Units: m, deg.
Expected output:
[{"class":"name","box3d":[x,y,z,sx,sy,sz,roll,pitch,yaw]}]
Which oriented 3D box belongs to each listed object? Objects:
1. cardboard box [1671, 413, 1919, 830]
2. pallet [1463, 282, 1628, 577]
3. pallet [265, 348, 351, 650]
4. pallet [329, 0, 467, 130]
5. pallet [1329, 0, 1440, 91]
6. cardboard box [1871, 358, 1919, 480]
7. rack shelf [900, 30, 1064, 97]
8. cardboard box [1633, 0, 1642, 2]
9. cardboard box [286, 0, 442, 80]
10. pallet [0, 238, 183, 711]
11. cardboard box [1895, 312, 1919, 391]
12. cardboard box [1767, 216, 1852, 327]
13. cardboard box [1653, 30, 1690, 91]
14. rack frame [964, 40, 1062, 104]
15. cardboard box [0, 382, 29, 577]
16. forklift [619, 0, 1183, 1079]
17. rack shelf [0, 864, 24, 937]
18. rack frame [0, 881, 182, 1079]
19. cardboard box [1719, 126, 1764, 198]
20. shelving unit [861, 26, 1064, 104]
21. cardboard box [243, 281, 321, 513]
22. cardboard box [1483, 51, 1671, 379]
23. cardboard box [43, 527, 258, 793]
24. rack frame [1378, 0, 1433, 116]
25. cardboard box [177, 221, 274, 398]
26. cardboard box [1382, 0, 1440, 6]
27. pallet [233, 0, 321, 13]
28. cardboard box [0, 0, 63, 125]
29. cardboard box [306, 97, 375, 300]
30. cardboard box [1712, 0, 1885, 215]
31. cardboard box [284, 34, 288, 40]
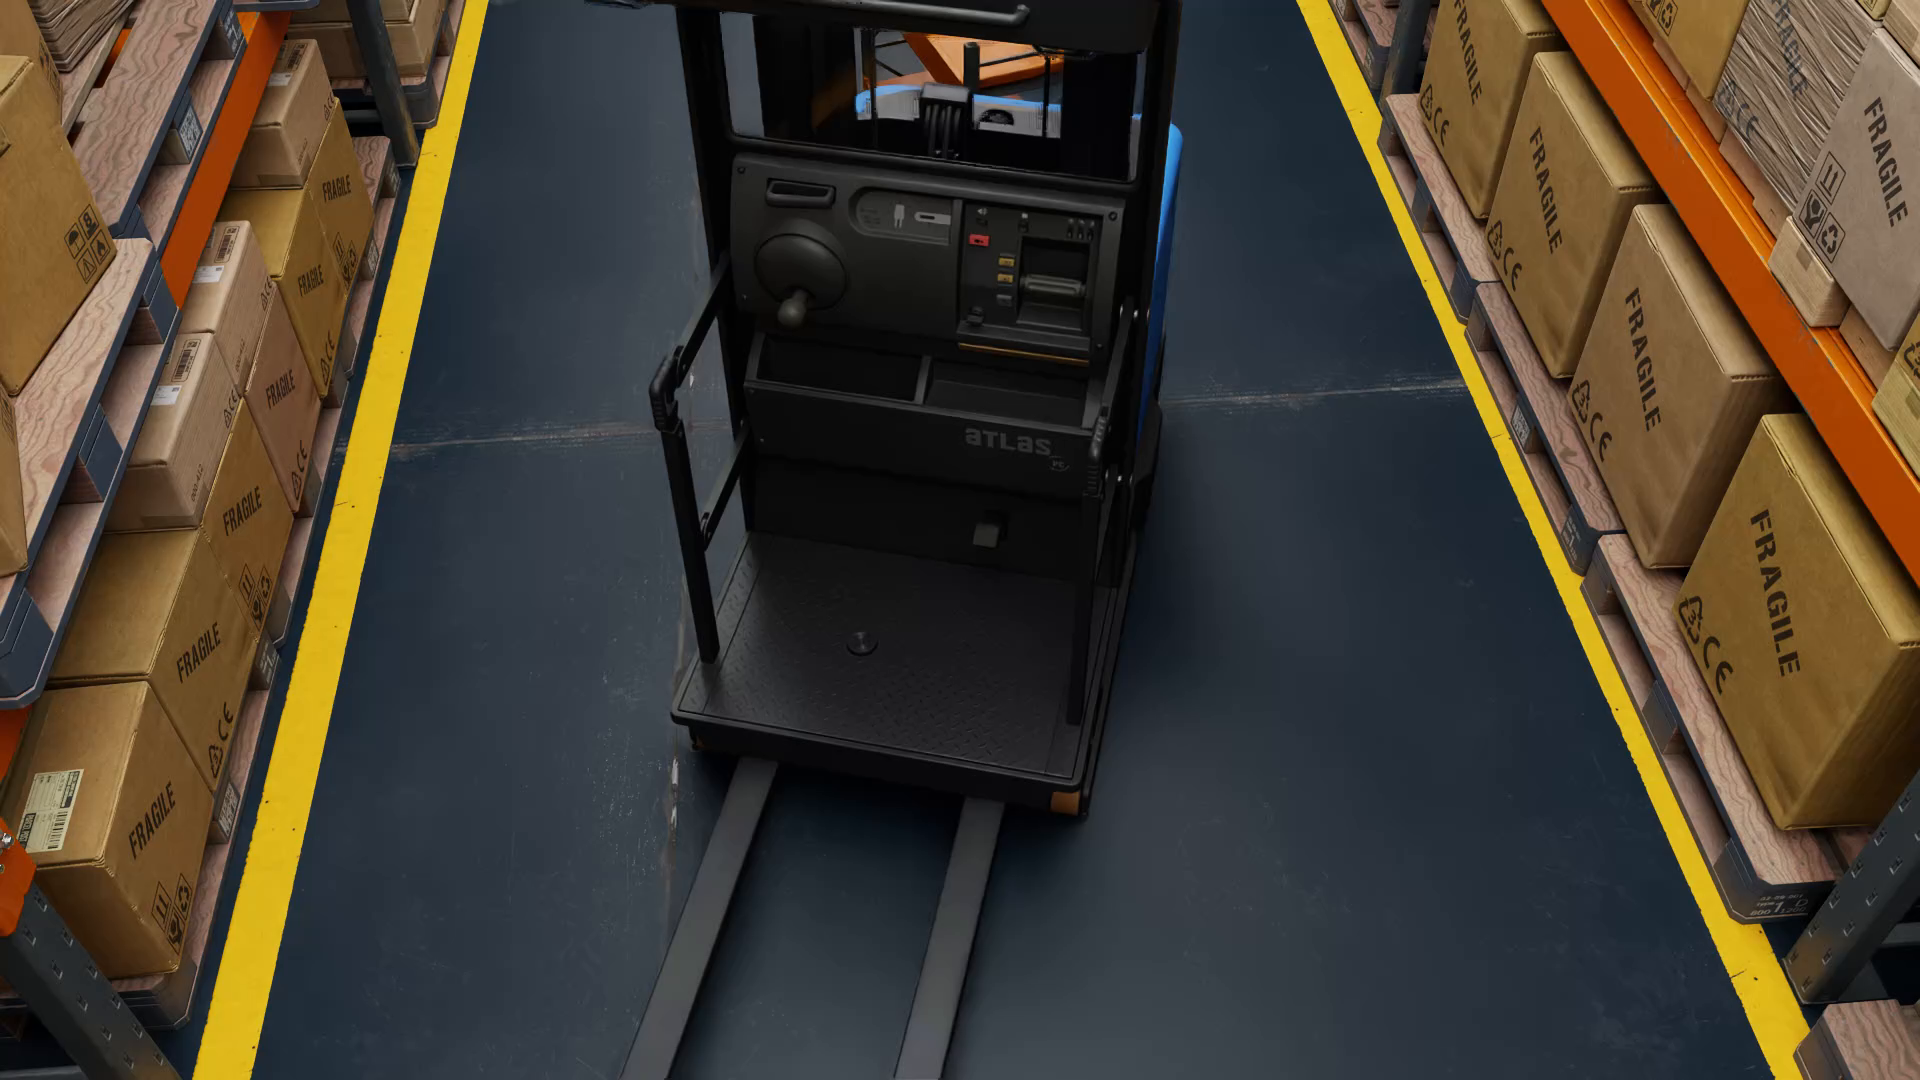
[{"class":"cardboard box","box3d":[2.406,0.190,4.196,0.750,0.750,0.750,-3,47,-3]},{"class":"pallet","box3d":[2.345,-0.422,5.505,1.003,0.211,1.213,-3,47,-3]},{"class":"pallet","box3d":[-2.557,-0.151,5.248,1.003,0.211,1.213,-3,47,-3]},{"class":"pallet","box3d":[-2.711,-2.172,7.162,1.003,0.211,1.213,-3,47,-3]},{"class":"pallet","box3d":[2.191,-2.443,7.419,1.003,0.211,1.213,-3,47,-3]},{"class":"cardboard box","box3d":[2.235,-0.272,3.601,0.380,0.149,0.250,-3,47,-3]},{"class":"rack shelf","box3d":[0.059,-1.760,5.739,0.538,0.278,1.000,-16,49,-15]},{"class":"cardboard box","box3d":[2.116,-1.875,4.672,0.500,0.500,0.500,-4,47,-3]},{"class":"cardboard box","box3d":[-2.432,-2.129,6.805,0.500,0.250,0.500,-4,47,-3]},{"class":"pallet","box3d":[-2.304,-0.158,3.466,1.003,0.211,1.213,-3,47,-3]},{"class":"cardboard box","box3d":[2.300,-0.405,3.280,0.500,0.500,0.500,-4,47,-4]},{"class":"cardboard box","box3d":[2.178,-0.650,3.958,0.380,0.149,0.250,-3,47,-3]},{"class":"cardboard box","box3d":[2.191,-1.396,4.665,0.380,0.149,0.250,-3,47,-3]},{"class":"rack frame","box3d":[0.249,-1.217,5.628,0.500,1.125,0.032,-16,49,-15]},{"class":"cardboard box","box3d":[-2.163,-0.174,2.991,0.700,0.500,0.500,-18,49,-16]},{"class":"forklift","box3d":[-0.131,-0.563,3.765,1.130,2.935,3.031,9,47,8]},{"class":"rack shelf","box3d":[-2.178,2.055,1.733,1.077,0.370,4.000,-3,47,-3]},{"class":"rack frame","box3d":[-2.343,0.361,2.842,0.949,2.616,0.053,-3,47,-3]},{"class":"cardboard box","box3d":[2.217,-1.012,4.302,0.380,0.149,0.250,-5,47,-4]},{"class":"shelving unit","box3d":[0.059,-1.559,5.952,0.538,1.125,1.048,-16,49,-15]},{"class":"cardboard box","box3d":[-2.275,-0.409,4.990,0.500,0.500,0.500,-5,47,-5]},{"class":"cardboard box","box3d":[2.253,-1.068,5.387,0.750,0.750,0.750,-4,47,-3]},{"class":"cardboard box","box3d":[-2.199,0.319,4.300,0.500,0.500,0.500,-3,47,-3]},{"class":"rack frame","box3d":[2.255,-2.837,5.871,1.000,3.000,0.127,-3,47,-3]},{"class":"cardboard box","box3d":[-2.270,-0.640,4.692,0.500,0.250,0.500,-4,47,-4]},{"class":"cardboard box","box3d":[2.143,-2.646,7.109,0.700,0.500,0.500,-3,47,-3]},{"class":"pallet","box3d":[-2.554,-1.981,5.192,1.213,0.211,1.003,-3,47,-3]},{"class":"cardboard box","box3d":[-2.555,-1.092,3.860,0.700,0.500,0.500,-14,48,-13]},{"class":"cardboard box","box3d":[-2.368,-1.162,5.703,0.500,0.500,0.500,-2,47,-2]},{"class":"cardboard box","box3d":[2.214,-1.137,3.974,0.500,0.500,0.500,-3,47,-3]},{"class":"cardboard box","box3d":[-2.968,-2.098,6.775,0.500,0.250,0.500,-2,47,-2]}]
